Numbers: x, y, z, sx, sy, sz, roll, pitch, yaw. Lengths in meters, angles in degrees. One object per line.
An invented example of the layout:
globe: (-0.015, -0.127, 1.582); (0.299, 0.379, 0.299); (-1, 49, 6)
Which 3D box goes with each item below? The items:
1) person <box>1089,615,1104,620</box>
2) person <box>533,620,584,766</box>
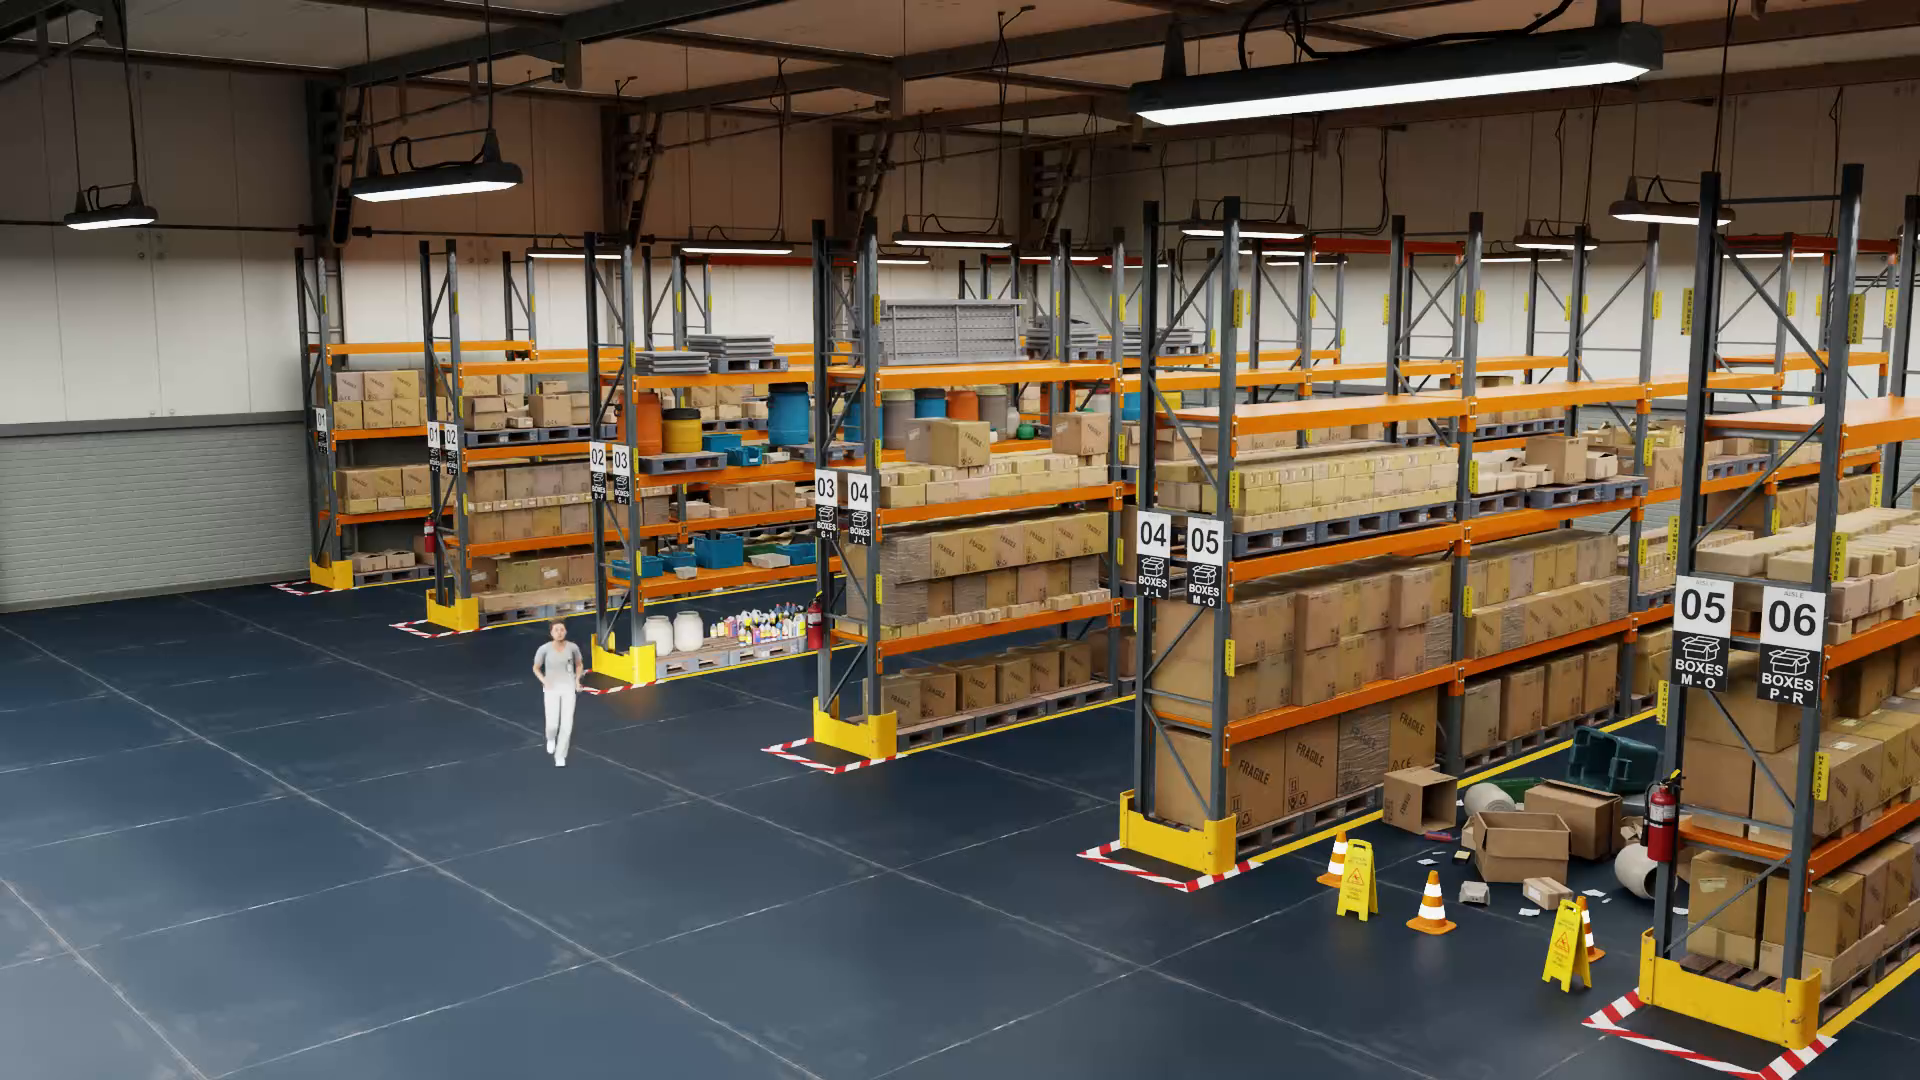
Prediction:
person: (1.962, 0.342, 25.002); (0.664, 1.763, 0.603); (7, 11, 41)
person: (-4.432, 1.673, 18.421); (0.548, 1.623, 0.558); (-3, 9, -21)
